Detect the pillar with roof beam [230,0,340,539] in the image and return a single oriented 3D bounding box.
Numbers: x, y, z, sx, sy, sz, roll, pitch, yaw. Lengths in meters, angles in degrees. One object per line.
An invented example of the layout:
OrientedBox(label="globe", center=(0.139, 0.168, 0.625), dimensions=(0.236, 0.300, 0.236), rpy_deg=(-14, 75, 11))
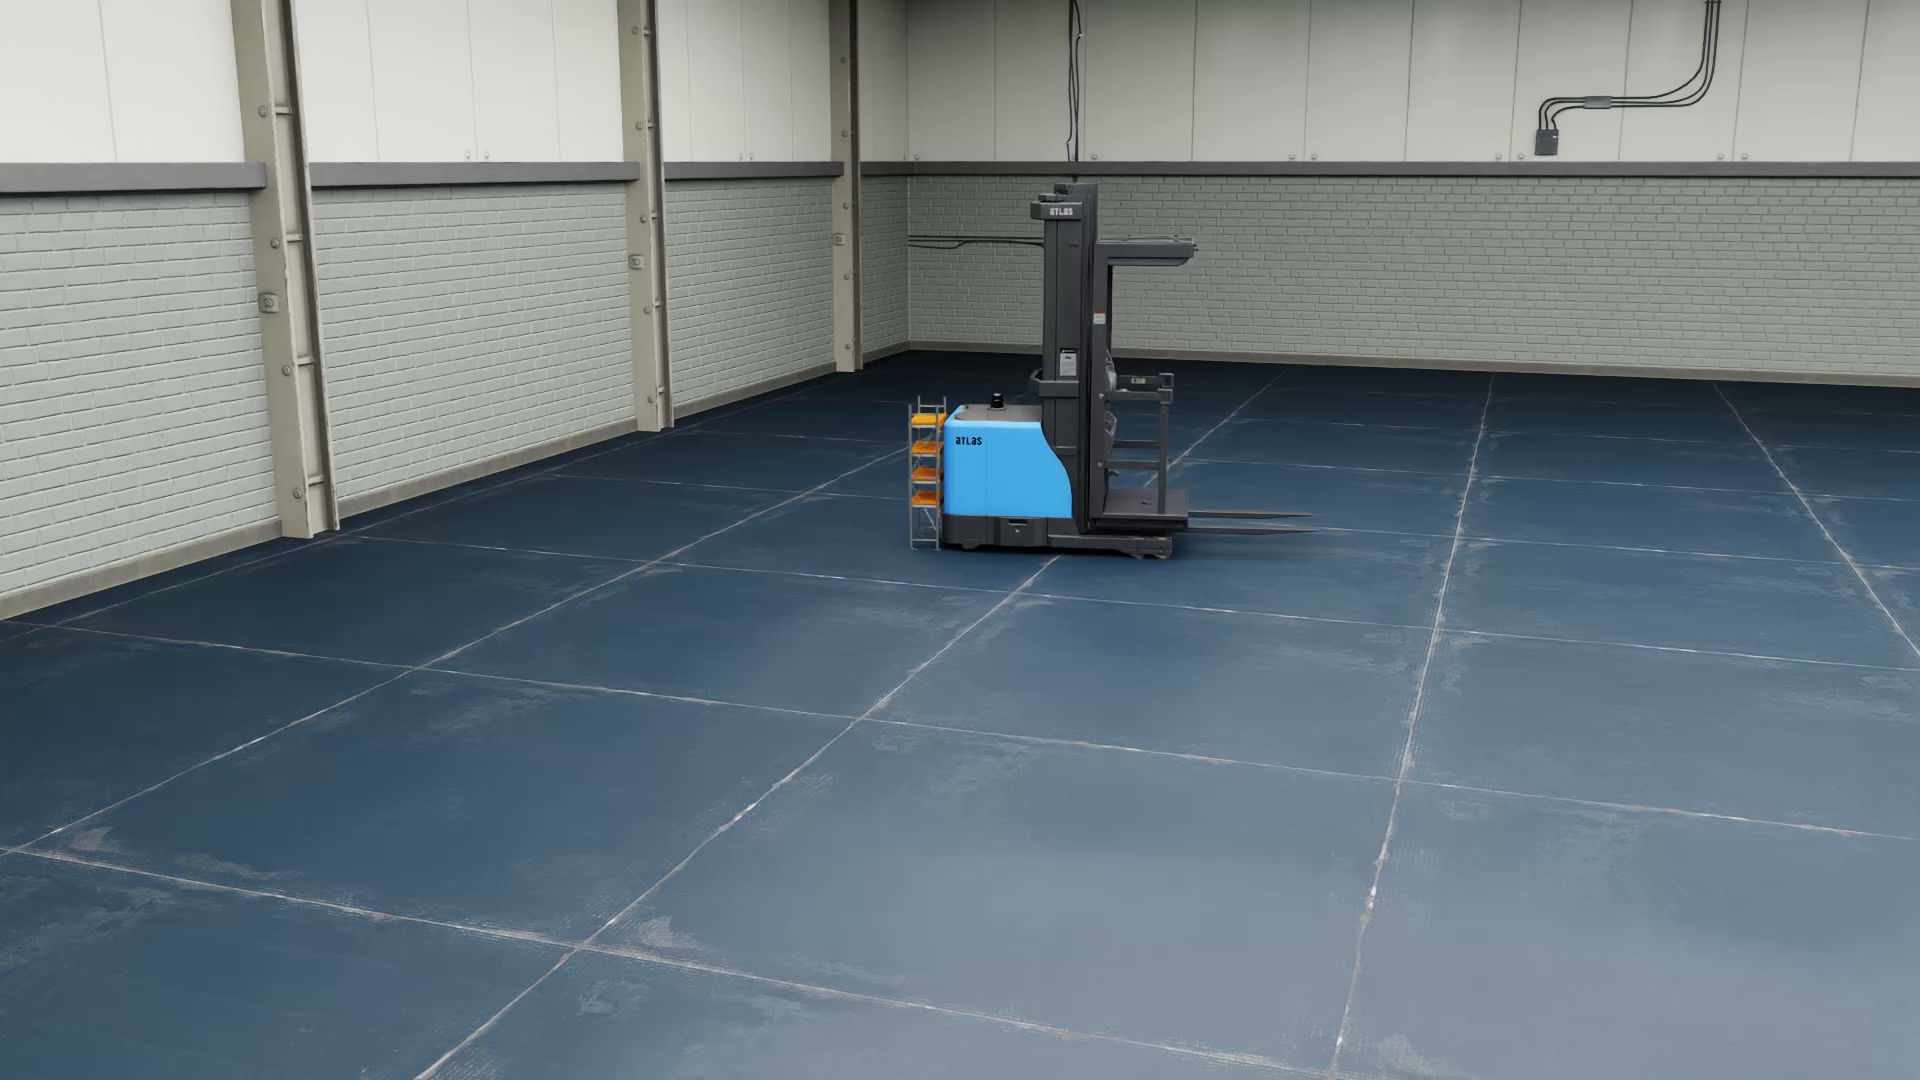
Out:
OrientedBox(label="pillar with roof beam", center=(-1.504, -4.142, 11.912), dimensions=(9.100, 9.000, 0.400), rpy_deg=(4, 14, 18))

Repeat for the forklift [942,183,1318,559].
OrientedBox(label="forklift", center=(1.411, -1.404, 13.554), dimensions=(3.031, 2.935, 1.130), rpy_deg=(2, 13, 7))

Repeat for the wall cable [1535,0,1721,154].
OrientedBox(label="wall cable", center=(9.487, -8.475, 23.253), dimensions=(2.305, 6.003, 0.169), rpy_deg=(4, 14, 18))

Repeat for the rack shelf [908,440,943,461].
OrientedBox(label="rack shelf", center=(-0.264, -0.711, 13.704), dimensions=(0.258, 0.148, 0.480), rpy_deg=(2, 13, 7))

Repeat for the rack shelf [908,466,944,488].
OrientedBox(label="rack shelf", center=(-0.264, -0.493, 13.754), dimensions=(0.258, 0.148, 0.480), rpy_deg=(2, 13, 7))

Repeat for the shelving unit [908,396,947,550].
OrientedBox(label="shelving unit", center=(-0.264, -0.559, 13.739), dimensions=(0.258, 1.200, 0.503), rpy_deg=(2, 13, 7))

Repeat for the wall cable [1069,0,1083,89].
OrientedBox(label="wall cable", center=(3.070, -8.257, 25.571), dimensions=(3.097, 2.526, 0.112), rpy_deg=(4, 14, 18))

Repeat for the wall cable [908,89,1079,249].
OrientedBox(label="wall cable", center=(0.510, -5.990, 26.986), dimensions=(3.097, 2.526, 0.112), rpy_deg=(4, 14, 18))

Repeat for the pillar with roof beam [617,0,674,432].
OrientedBox(label="pillar with roof beam", center=(0.437, -5.405, 17.447), dimensions=(9.100, 9.000, 0.400), rpy_deg=(4, 14, 18))

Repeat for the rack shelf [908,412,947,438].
OrientedBox(label="rack shelf", center=(-0.264, -0.942, 13.651), dimensions=(0.258, 0.148, 0.480), rpy_deg=(2, 13, 7))

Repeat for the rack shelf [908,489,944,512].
OrientedBox(label="rack shelf", center=(-0.264, -0.299, 13.798), dimensions=(0.258, 0.148, 0.480), rpy_deg=(2, 13, 7))

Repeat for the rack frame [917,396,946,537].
OrientedBox(label="rack frame", center=(-0.234, -0.612, 13.975), dimensions=(0.240, 1.200, 0.015), rpy_deg=(2, 13, 7))

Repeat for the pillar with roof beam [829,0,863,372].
OrientedBox(label="pillar with roof beam", center=(2.379, -6.669, 22.982), dimensions=(9.100, 9.000, 0.400), rpy_deg=(4, 14, 18))

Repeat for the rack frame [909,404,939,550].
OrientedBox(label="rack frame", center=(-0.293, -0.505, 13.503), dimensions=(0.240, 1.200, 0.015), rpy_deg=(2, 13, 7))
